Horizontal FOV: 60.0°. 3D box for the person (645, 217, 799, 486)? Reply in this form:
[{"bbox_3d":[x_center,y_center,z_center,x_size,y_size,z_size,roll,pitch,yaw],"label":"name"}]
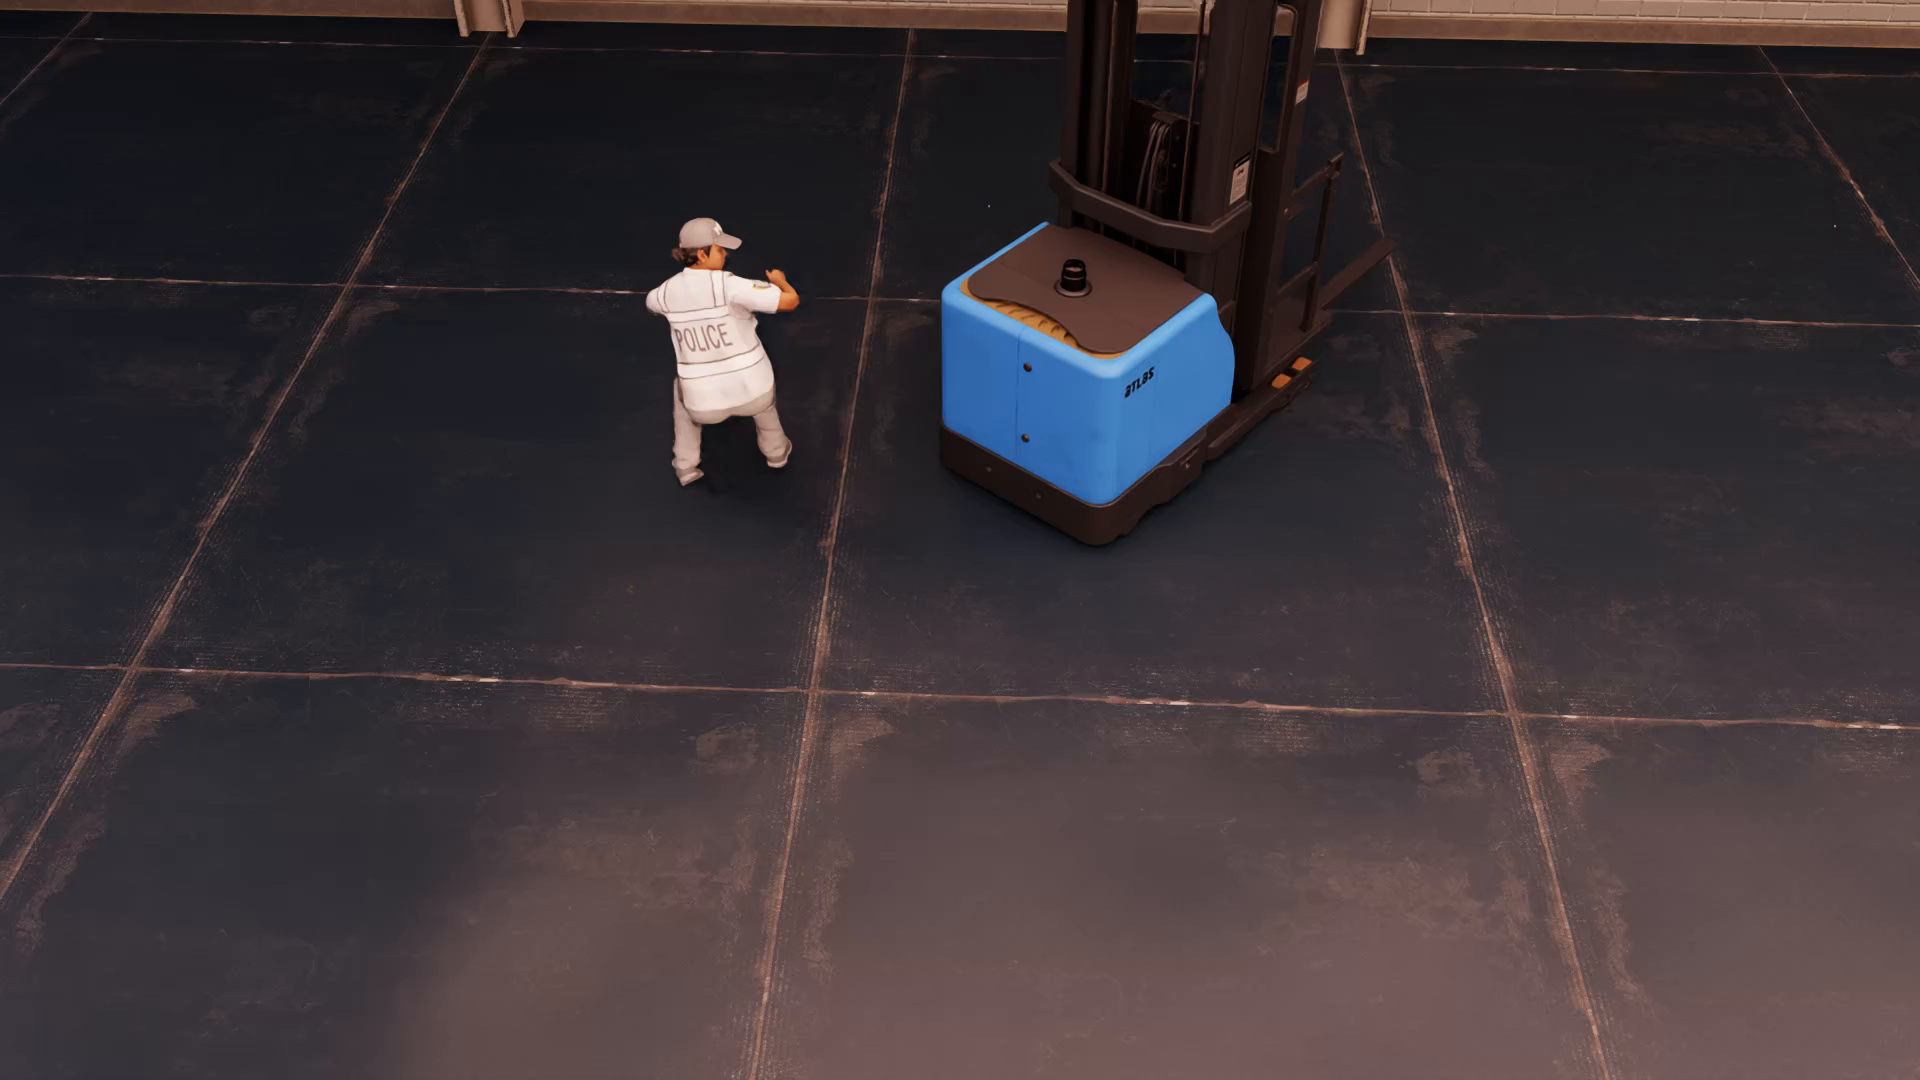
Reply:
[{"bbox_3d":[-1.107,-0.903,7.896,0.739,1.414,0.910,-2,42,-2],"label":"person"}]

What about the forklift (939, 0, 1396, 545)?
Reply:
[{"bbox_3d":[1.239,-1.980,7.911,1.130,2.935,3.031,30,50,29],"label":"forklift"}]
